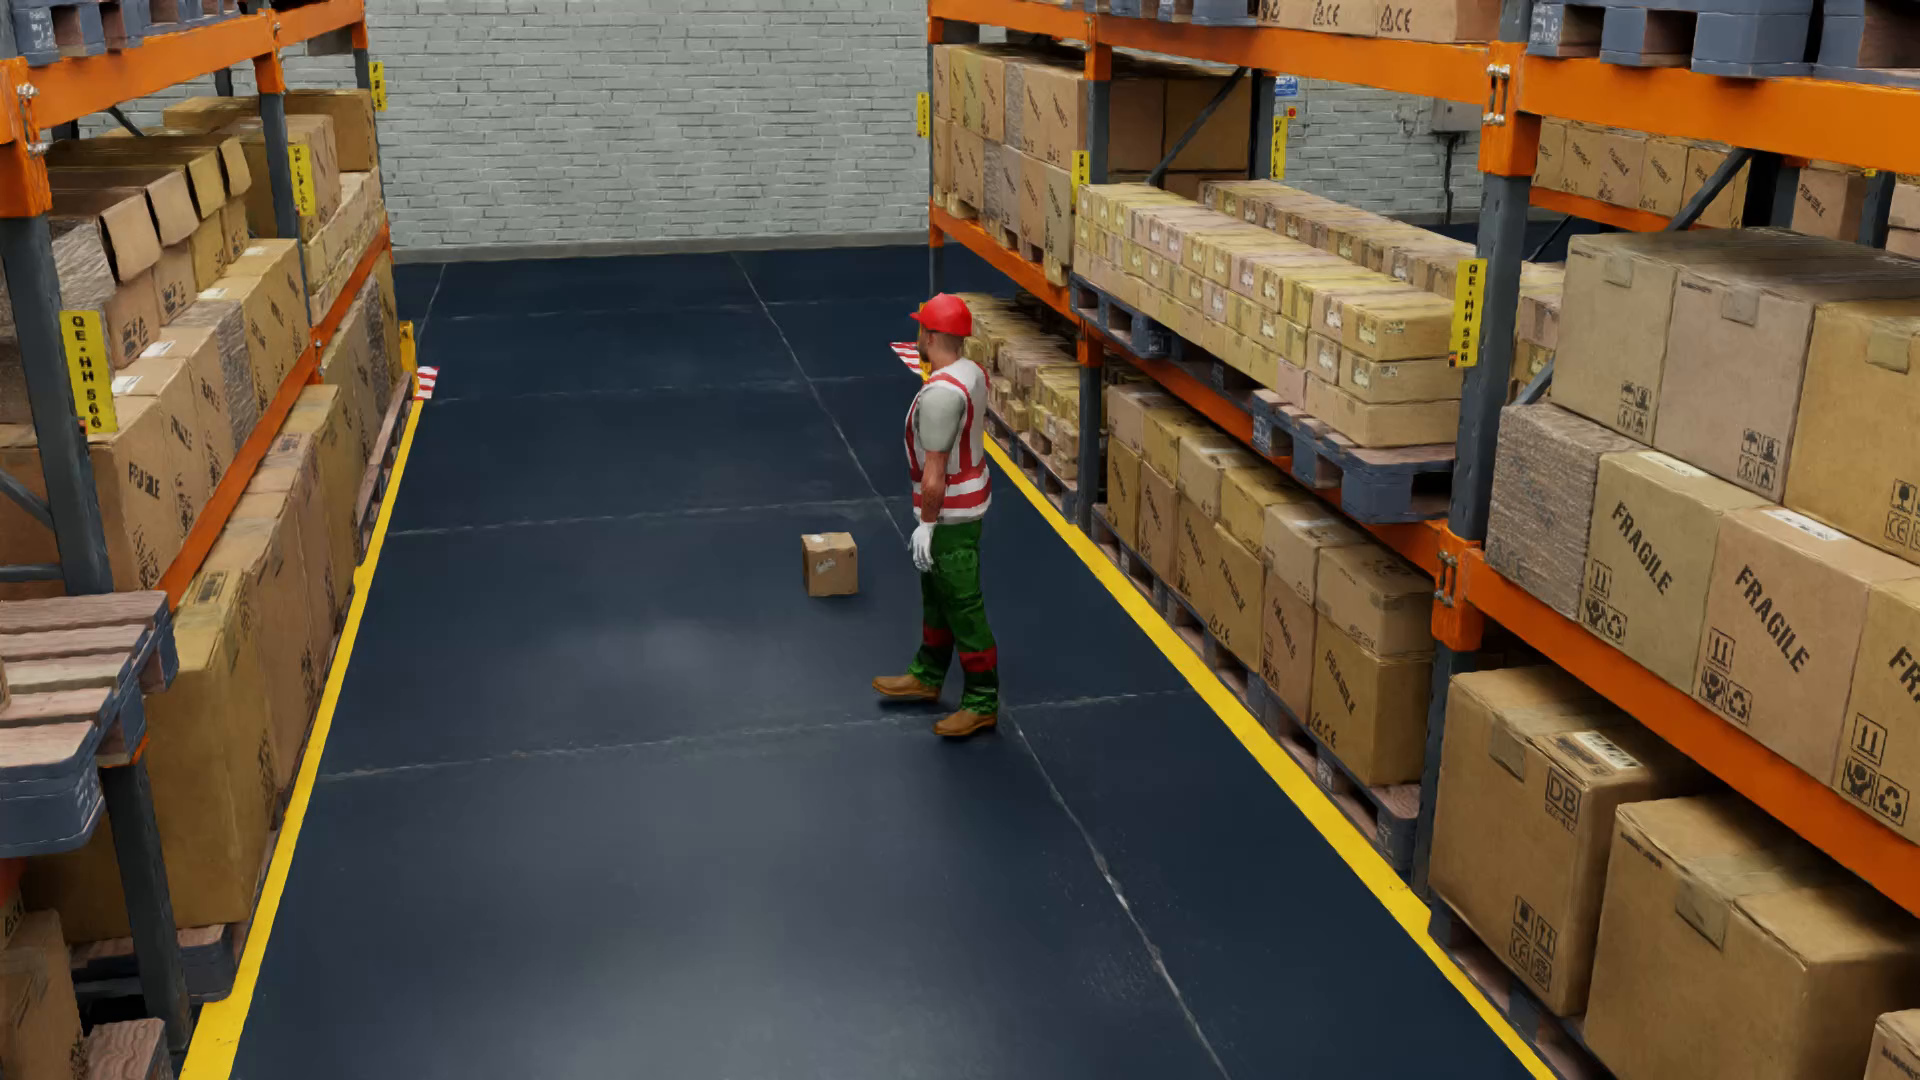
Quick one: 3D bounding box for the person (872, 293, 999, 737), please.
[{"bbox_3d":[-0.105,-0.126,6.816,0.583,1.786,0.676,3,20,8],"label":"person"}]
